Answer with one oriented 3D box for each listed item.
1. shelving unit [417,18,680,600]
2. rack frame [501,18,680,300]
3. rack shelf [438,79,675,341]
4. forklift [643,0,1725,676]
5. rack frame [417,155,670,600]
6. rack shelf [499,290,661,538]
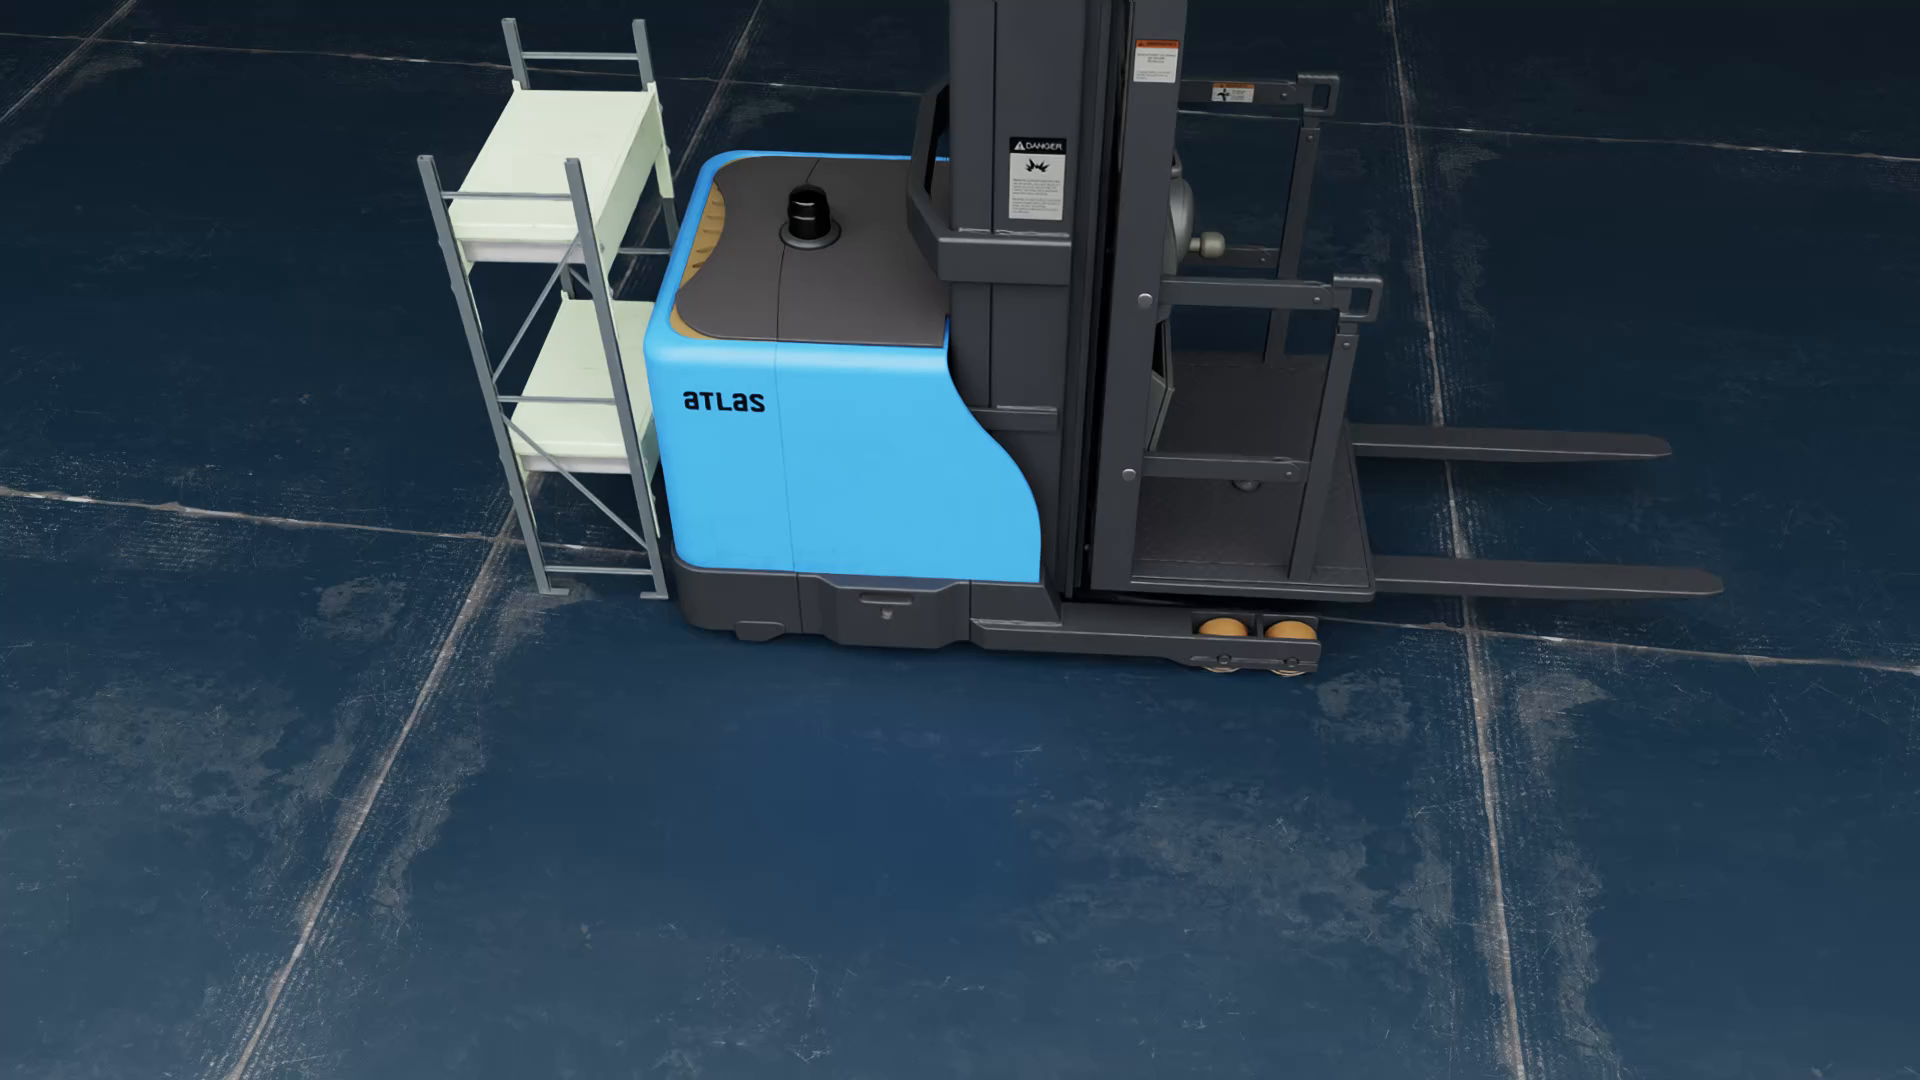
[{"bbox_3d":[-1.072,-0.631,4.816,0.431,1.500,0.755,2,43,4],"label":"shelving unit"},{"bbox_3d":[-1.042,-0.881,5.081,0.400,1.500,0.023,2,43,4],"label":"rack frame"},{"bbox_3d":[-1.082,-0.914,4.549,0.431,0.370,0.720,2,43,4],"label":"rack shelf"},{"bbox_3d":[0.706,-1.049,4.227,3.031,2.935,1.130,2,43,3],"label":"forklift"},{"bbox_3d":[-1.102,-0.380,4.551,0.400,1.500,0.023,2,43,4],"label":"rack frame"},{"bbox_3d":[-1.063,-0.393,5.040,0.431,0.370,0.720,2,43,4],"label":"rack shelf"}]
